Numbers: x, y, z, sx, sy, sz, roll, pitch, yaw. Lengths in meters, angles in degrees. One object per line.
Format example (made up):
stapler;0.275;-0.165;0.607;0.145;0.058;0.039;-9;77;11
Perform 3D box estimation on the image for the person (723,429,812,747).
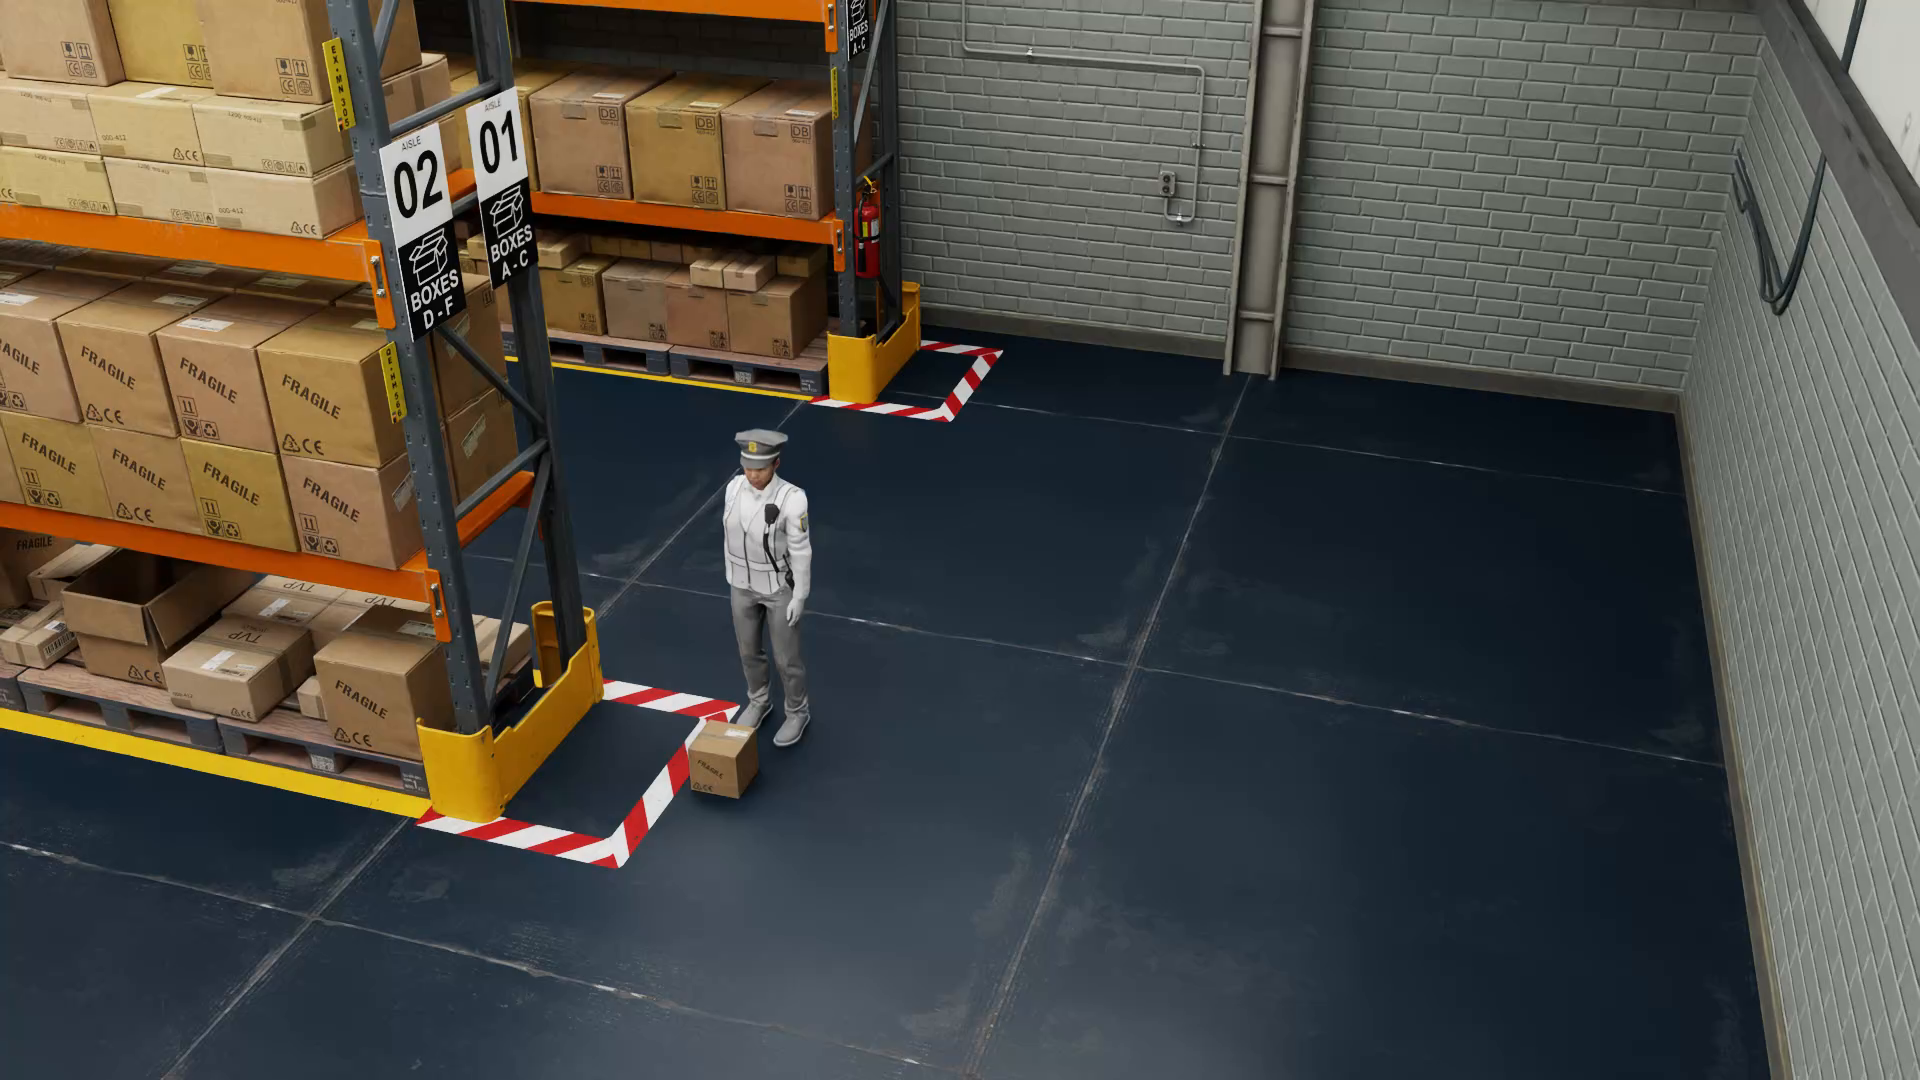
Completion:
person;-0.938;0.236;8.076;0.467;1.672;0.332;13;32;21
